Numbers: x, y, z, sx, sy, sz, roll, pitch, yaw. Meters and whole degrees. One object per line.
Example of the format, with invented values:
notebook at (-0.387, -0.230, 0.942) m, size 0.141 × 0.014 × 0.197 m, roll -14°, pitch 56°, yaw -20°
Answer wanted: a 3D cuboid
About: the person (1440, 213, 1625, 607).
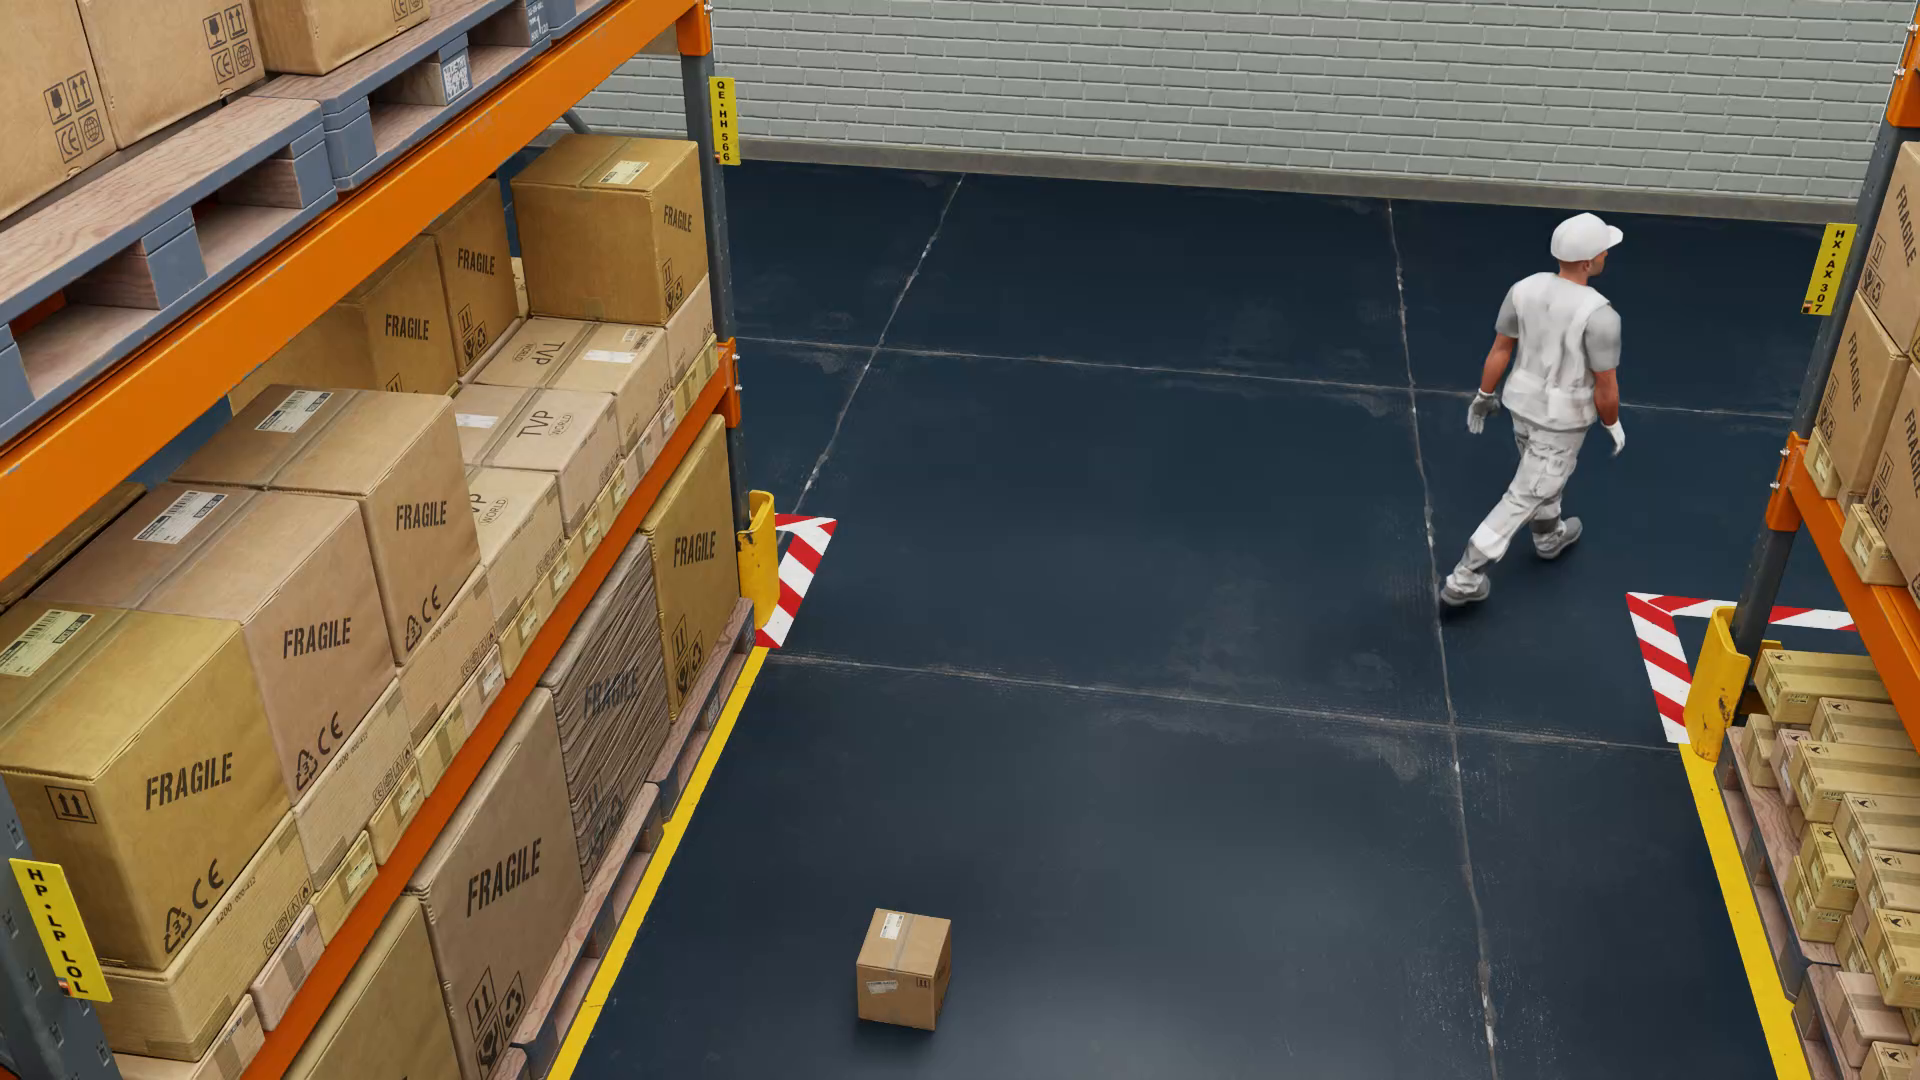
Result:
person at (2.511, -0.555, 7.003) m, size 1.022 × 1.748 × 0.590 m, roll -17°, pitch 36°, yaw -25°
